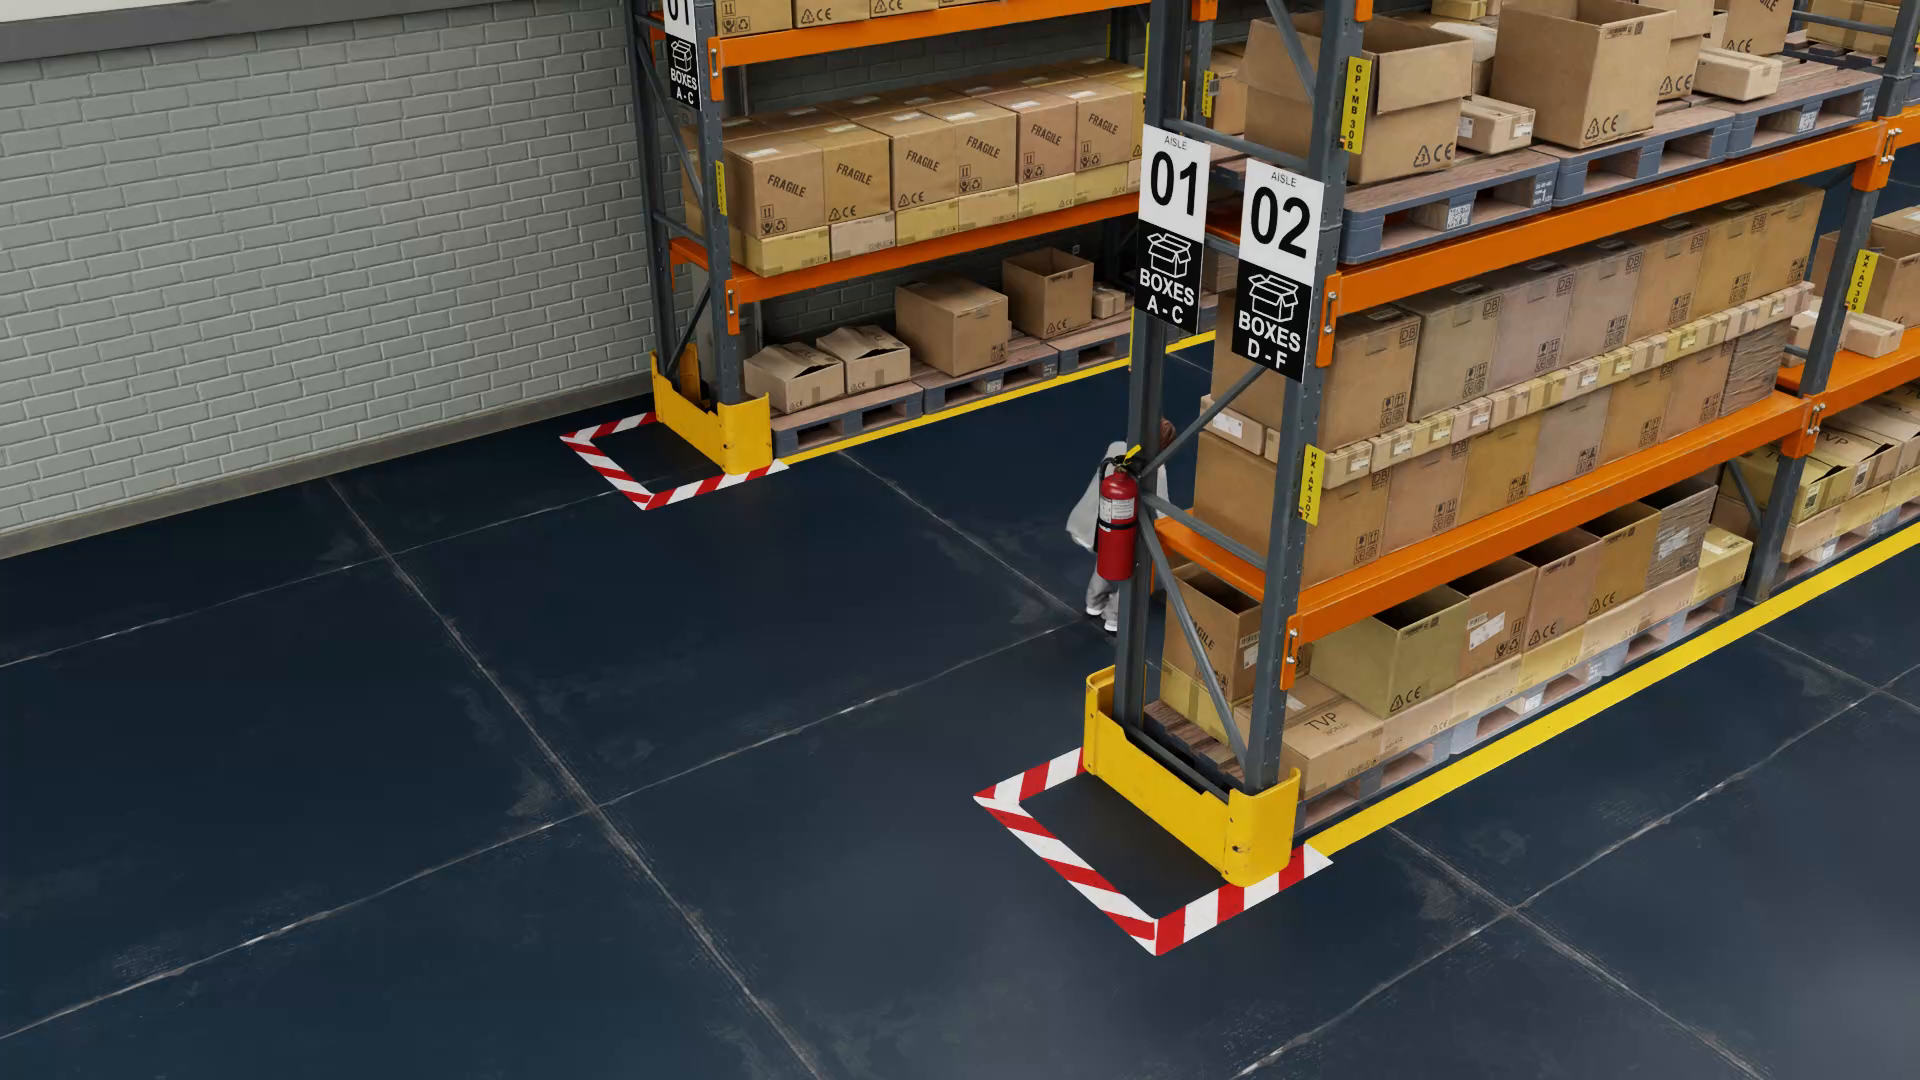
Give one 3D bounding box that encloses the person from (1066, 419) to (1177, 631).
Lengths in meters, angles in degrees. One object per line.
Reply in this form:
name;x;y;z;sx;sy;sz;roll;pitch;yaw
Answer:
person;0.897;-0.084;9.267;0.730;1.136;0.464;-19;34;-30
